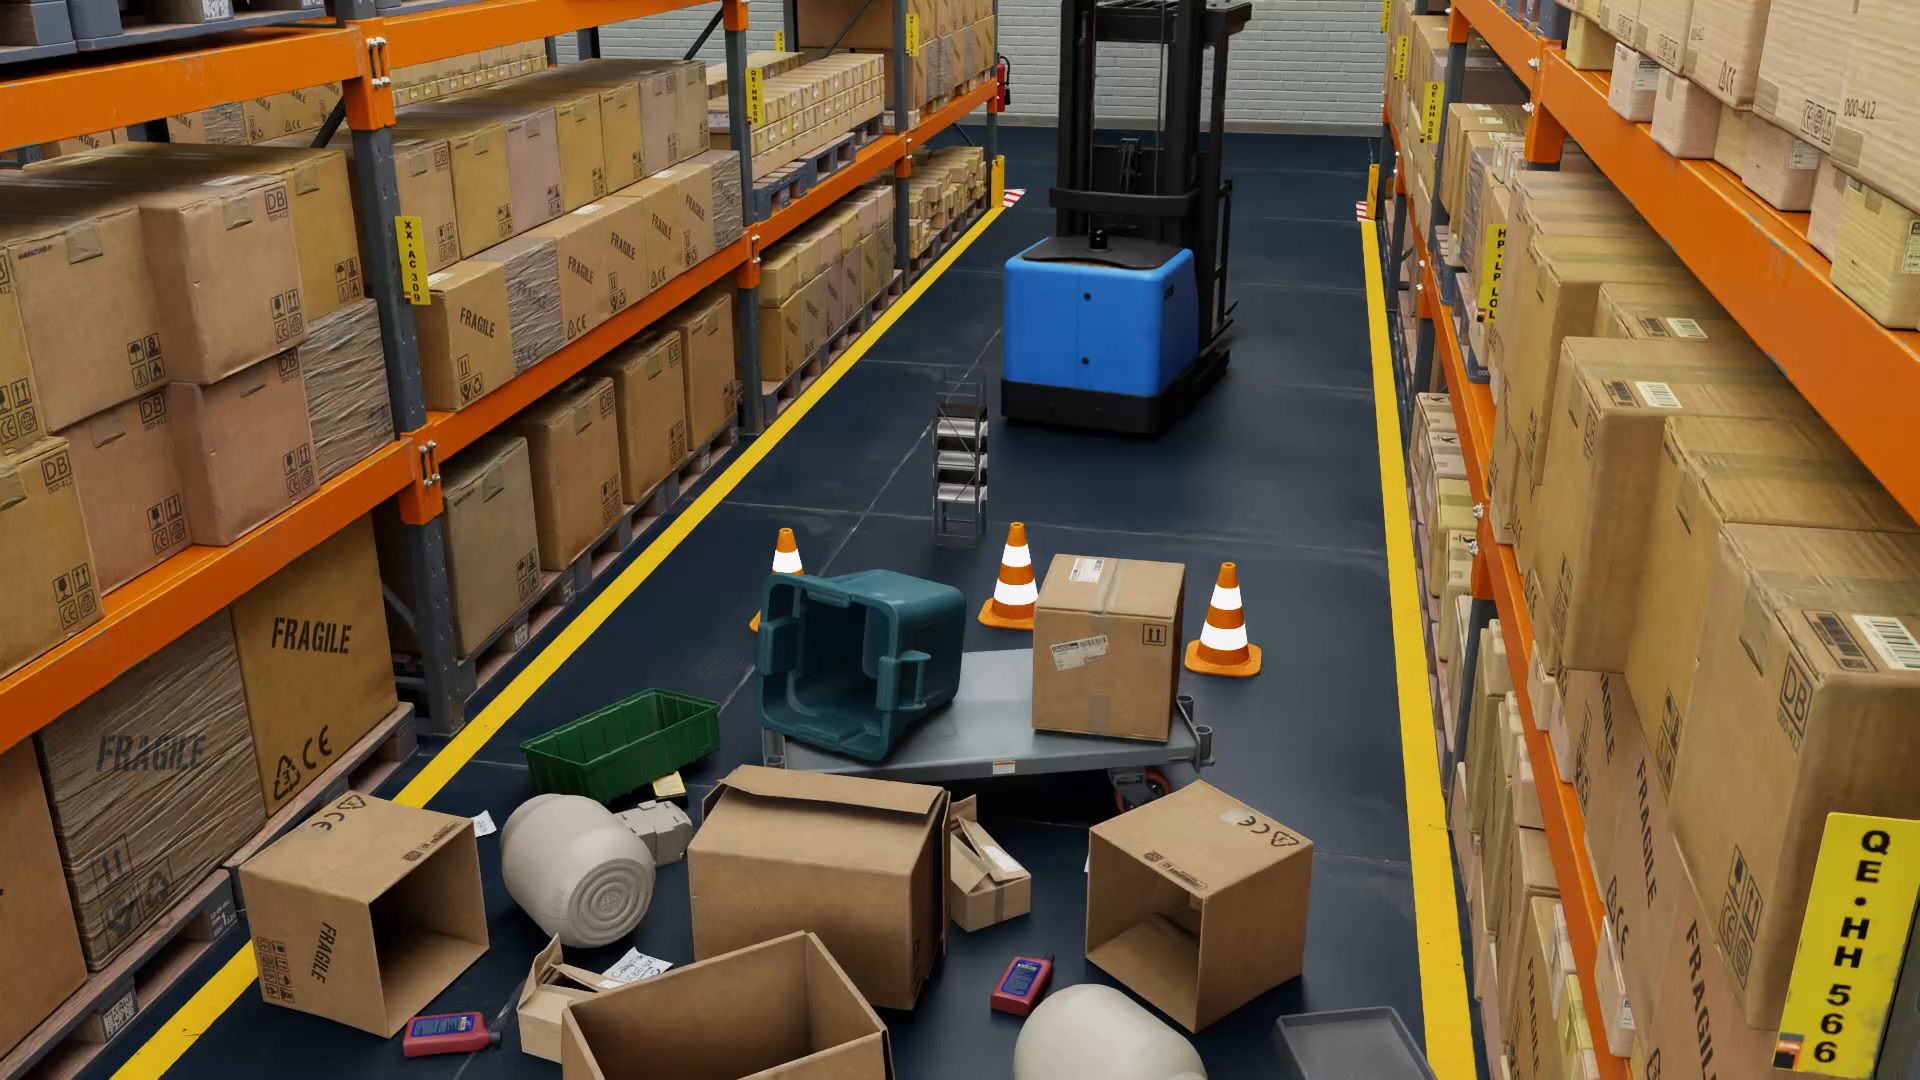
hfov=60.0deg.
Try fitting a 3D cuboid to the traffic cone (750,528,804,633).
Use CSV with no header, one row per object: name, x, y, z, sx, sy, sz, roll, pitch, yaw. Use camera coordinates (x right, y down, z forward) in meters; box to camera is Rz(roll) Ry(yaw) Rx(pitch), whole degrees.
traffic cone,-0.808,0.170,7.813,0.336,0.463,0.334,4,22,11

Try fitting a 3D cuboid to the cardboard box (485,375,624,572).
cardboard box,-2.321,-0.369,8.205,1.050,0.750,0.750,4,22,11

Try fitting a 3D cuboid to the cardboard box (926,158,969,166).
cardboard box,-0.122,-3.674,16.419,0.380,0.149,0.250,4,22,9

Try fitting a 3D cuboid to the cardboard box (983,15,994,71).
cardboard box,0.049,-5.021,16.773,0.500,0.500,0.500,5,22,12

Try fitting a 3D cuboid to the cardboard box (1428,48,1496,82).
cardboard box,3.069,-2.662,9.975,0.500,0.500,0.500,5,22,12

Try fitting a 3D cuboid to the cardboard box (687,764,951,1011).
cardboard box,-0.447,1.088,5.296,0.797,0.637,0.503,4,22,11

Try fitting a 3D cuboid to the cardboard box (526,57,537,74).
cardboard box,-4.748,-5.069,17.760,0.380,0.149,0.250,5,22,11

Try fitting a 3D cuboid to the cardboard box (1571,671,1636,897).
cardboard box,1.543,0.402,3.308,0.500,0.500,0.500,4,22,11

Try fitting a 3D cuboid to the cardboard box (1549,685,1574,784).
cardboard box,1.634,0.477,3.990,0.380,0.149,0.250,4,22,11

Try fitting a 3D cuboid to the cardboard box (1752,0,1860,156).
cardboard box,1.448,-0.679,2.312,0.500,0.250,0.500,4,22,10

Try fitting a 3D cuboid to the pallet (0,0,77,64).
pallet,-2.988,-1.239,4.018,1.003,0.211,1.213,4,22,11

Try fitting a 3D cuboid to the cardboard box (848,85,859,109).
cardboard box,-0.973,-3.326,12.473,0.380,0.149,0.250,4,22,9

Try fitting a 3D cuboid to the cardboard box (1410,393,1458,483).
cardboard box,2.998,-0.524,9.096,0.950,0.372,0.625,3,22,7

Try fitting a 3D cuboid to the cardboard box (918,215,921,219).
cardboard box,-0.562,-2.867,14.814,0.380,0.149,0.250,4,22,11

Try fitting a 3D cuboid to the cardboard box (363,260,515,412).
cardboard box,-2.189,-0.850,6.815,0.500,0.500,0.500,5,22,12

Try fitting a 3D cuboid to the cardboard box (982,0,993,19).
cardboard box,0.039,-5.482,16.581,0.500,0.500,0.500,4,22,10

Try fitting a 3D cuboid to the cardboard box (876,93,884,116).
cardboard box,-0.815,-3.476,13.242,0.380,0.149,0.250,4,22,10

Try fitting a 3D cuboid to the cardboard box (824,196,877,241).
cardboard box,-0.950,-2.462,12.732,0.500,0.250,0.500,6,23,13

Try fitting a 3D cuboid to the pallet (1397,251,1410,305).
pallet,4.171,-2.196,14.023,1.003,0.211,1.213,4,22,11

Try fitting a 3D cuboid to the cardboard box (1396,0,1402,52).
cardboard box,4.081,-4.476,14.479,0.500,0.500,0.500,5,22,11

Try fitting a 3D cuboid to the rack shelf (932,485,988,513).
rack shelf,0.002,-0.223,8.773,0.258,0.077,0.200,4,22,11

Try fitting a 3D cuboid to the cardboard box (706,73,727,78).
cardboard box,-1.773,-3.231,11.839,0.380,0.149,0.250,5,23,13

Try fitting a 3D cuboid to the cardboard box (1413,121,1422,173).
cardboard box,3.158,-2.490,10.552,0.500,0.250,0.500,4,22,10

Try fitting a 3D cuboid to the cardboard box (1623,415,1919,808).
cardboard box,1.491,0.135,2.632,0.700,0.500,0.500,5,22,11

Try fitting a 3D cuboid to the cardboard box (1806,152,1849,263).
cardboard box,1.396,-0.443,2.260,0.380,0.149,0.250,5,23,13

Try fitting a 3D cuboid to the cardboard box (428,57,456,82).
cardboard box,-5.204,-4.564,15.974,0.500,0.250,0.500,5,22,12

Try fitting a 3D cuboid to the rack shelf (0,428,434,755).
rack shelf,-2.968,0.433,4.726,1.077,0.370,4.000,4,22,11

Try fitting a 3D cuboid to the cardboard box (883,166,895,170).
cardboard box,-0.800,-3.520,16.037,0.380,0.149,0.250,5,22,12

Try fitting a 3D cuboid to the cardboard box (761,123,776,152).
cardboard box,-1.395,-2.572,10.600,0.380,0.149,0.250,6,23,13

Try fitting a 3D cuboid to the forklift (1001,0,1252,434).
forklift,1.276,-2.536,11.226,1.130,2.935,3.031,8,23,20

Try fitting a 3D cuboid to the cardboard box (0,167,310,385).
cardboard box,-2.667,-0.860,5.328,0.875,0.550,0.550,4,22,11

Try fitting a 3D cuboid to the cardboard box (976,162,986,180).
cardboard box,0.060,-3.816,17.170,0.380,0.149,0.250,4,22,9

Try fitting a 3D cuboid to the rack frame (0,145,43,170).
rack frame,-6.579,-2.510,11.070,1.000,3.000,0.127,4,22,11

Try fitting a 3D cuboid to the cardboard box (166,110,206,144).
cardboard box,-6.009,-3.090,12.376,0.500,0.500,0.500,4,22,10

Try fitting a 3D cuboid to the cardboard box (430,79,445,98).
cardboard box,-5.166,-4.321,15.904,0.380,0.149,0.250,4,22,10

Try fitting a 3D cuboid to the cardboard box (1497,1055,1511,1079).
cardboard box,1.607,1.555,4.095,0.500,0.250,0.500,4,22,9

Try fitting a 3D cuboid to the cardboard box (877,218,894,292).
cardboard box,-0.832,-2.303,13.341,0.500,0.500,0.500,4,22,10

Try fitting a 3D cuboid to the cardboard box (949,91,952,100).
cardboard box,-0.288,-4.201,15.605,0.380,0.149,0.250,5,22,12

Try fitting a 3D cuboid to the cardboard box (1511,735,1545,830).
cardboard box,1.682,0.664,4.437,0.380,0.149,0.250,6,23,14

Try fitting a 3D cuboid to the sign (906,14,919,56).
sign,-0.384,-4.054,13.354,0.100,0.325,0.005,4,22,11

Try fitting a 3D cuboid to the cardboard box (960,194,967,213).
cardboard box,-0.134,-3.303,16.294,0.380,0.149,0.250,3,22,9

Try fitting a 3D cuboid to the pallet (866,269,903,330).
pallet,-1.085,-1.979,13.486,1.003,0.211,1.213,4,22,11

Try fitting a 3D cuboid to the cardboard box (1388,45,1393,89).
cardboard box,4.300,-4.386,15.594,0.500,0.500,0.500,4,22,10

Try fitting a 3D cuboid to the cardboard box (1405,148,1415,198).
cardboard box,3.255,-2.449,11.120,0.500,0.250,0.500,4,22,10

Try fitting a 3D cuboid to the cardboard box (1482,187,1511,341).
cardboard box,2.276,-1.038,6.323,0.500,0.500,0.500,5,22,11

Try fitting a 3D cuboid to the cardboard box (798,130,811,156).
cardboard box,-1.240,-2.714,11.352,0.380,0.149,0.250,5,23,13

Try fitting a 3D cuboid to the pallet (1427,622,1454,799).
pallet,2.464,0.717,6.790,1.003,0.211,1.213,4,22,11

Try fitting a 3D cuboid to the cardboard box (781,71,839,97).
cardboard box,-1.085,-3.274,11.944,0.380,0.149,0.250,3,22,9

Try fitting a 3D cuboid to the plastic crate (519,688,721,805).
plastic crate,-1.313,0.809,6.516,0.450,0.188,0.662,7,21,42

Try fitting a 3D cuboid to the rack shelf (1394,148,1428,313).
rack shelf,3.531,-2.152,11.145,1.077,0.370,4.000,4,22,11

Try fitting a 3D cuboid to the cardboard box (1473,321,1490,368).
cardboard box,2.230,-0.771,6.527,0.380,0.149,0.250,4,22,10

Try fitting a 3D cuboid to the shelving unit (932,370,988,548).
shelving unit,0.002,-0.420,8.693,0.258,0.900,0.210,4,22,11

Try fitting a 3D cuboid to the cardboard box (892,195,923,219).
cardboard box,-0.540,-2.912,14.527,0.380,0.149,0.250,6,23,14

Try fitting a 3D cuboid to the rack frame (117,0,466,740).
rack frame,-2.560,-0.632,6.407,1.000,3.000,0.127,4,22,11
